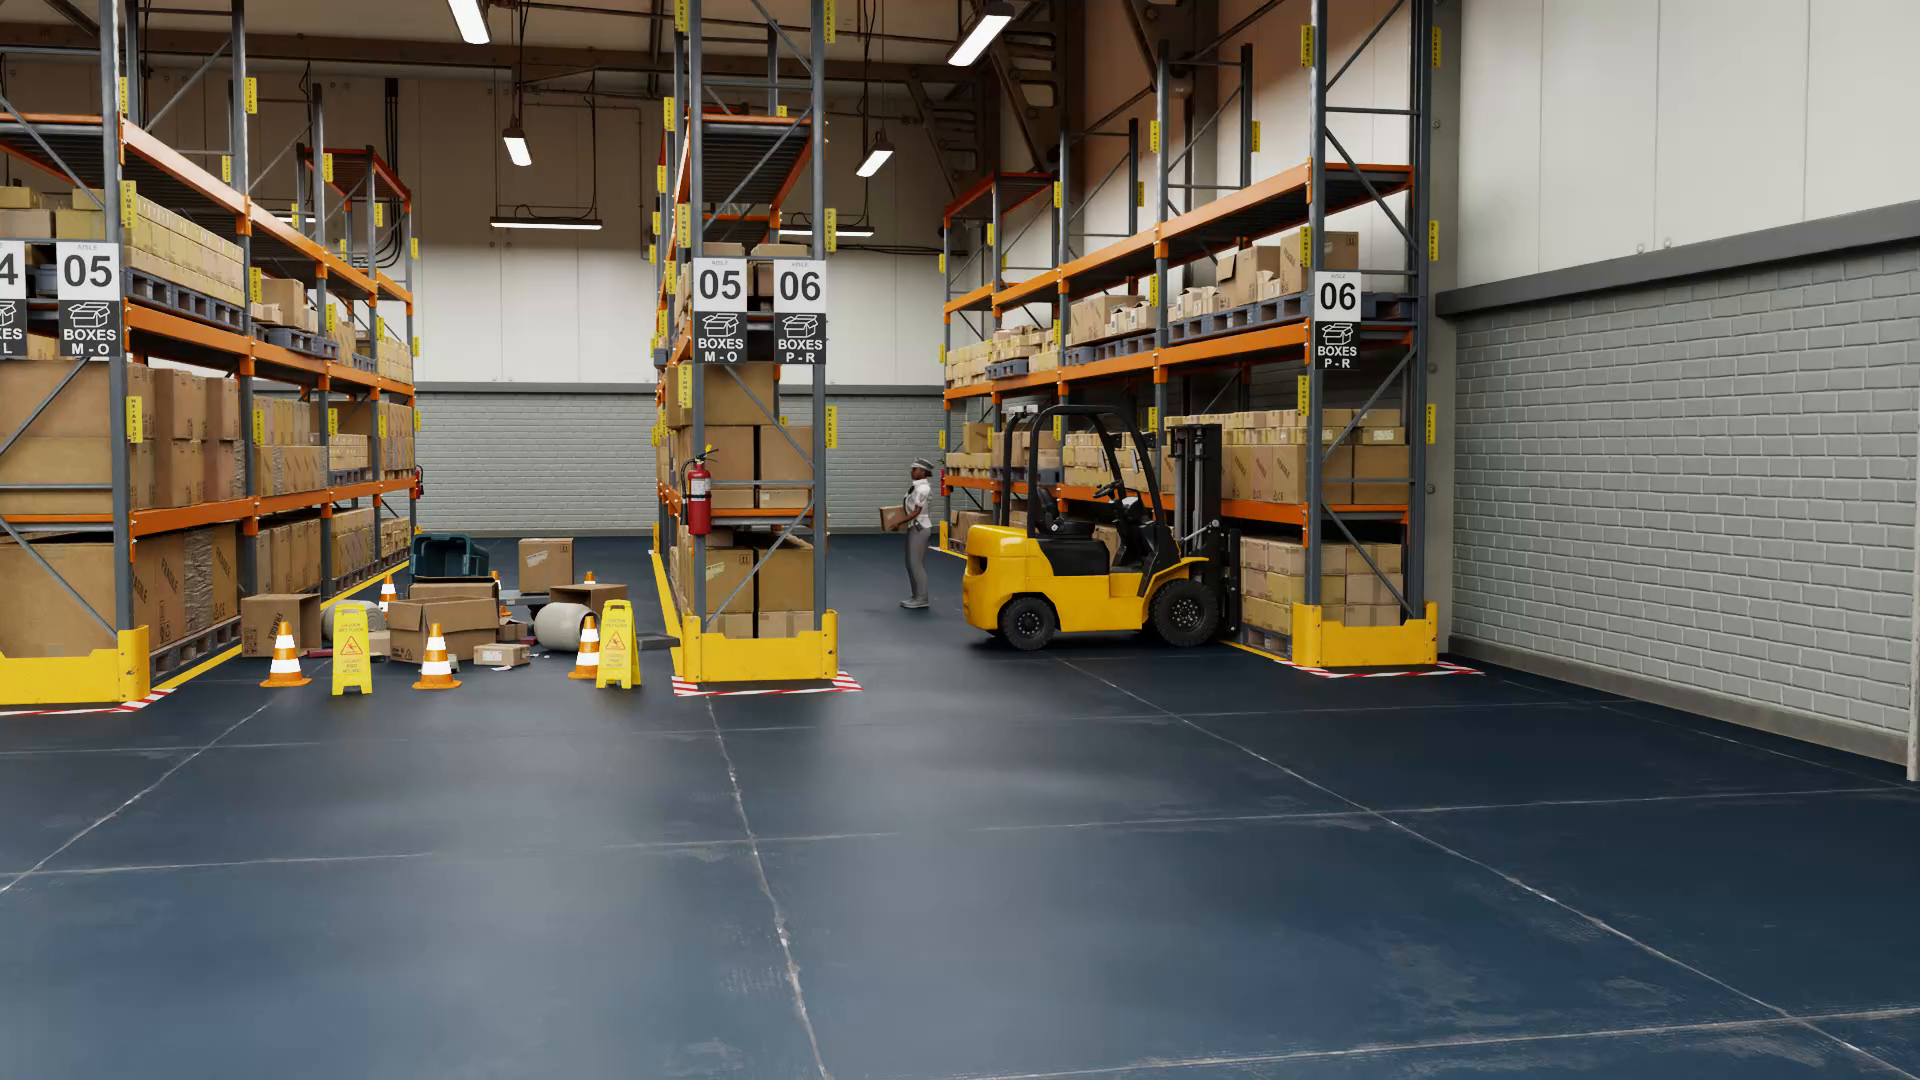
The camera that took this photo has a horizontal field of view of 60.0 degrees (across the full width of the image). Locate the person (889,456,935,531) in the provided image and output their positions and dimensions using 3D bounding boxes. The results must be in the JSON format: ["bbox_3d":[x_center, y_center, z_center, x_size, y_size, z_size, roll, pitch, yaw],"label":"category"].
[{"bbox_3d":[-0.552,-0.519,18.552,0.534,0.831,0.445,-1,3,-11],"label":"person"}]
